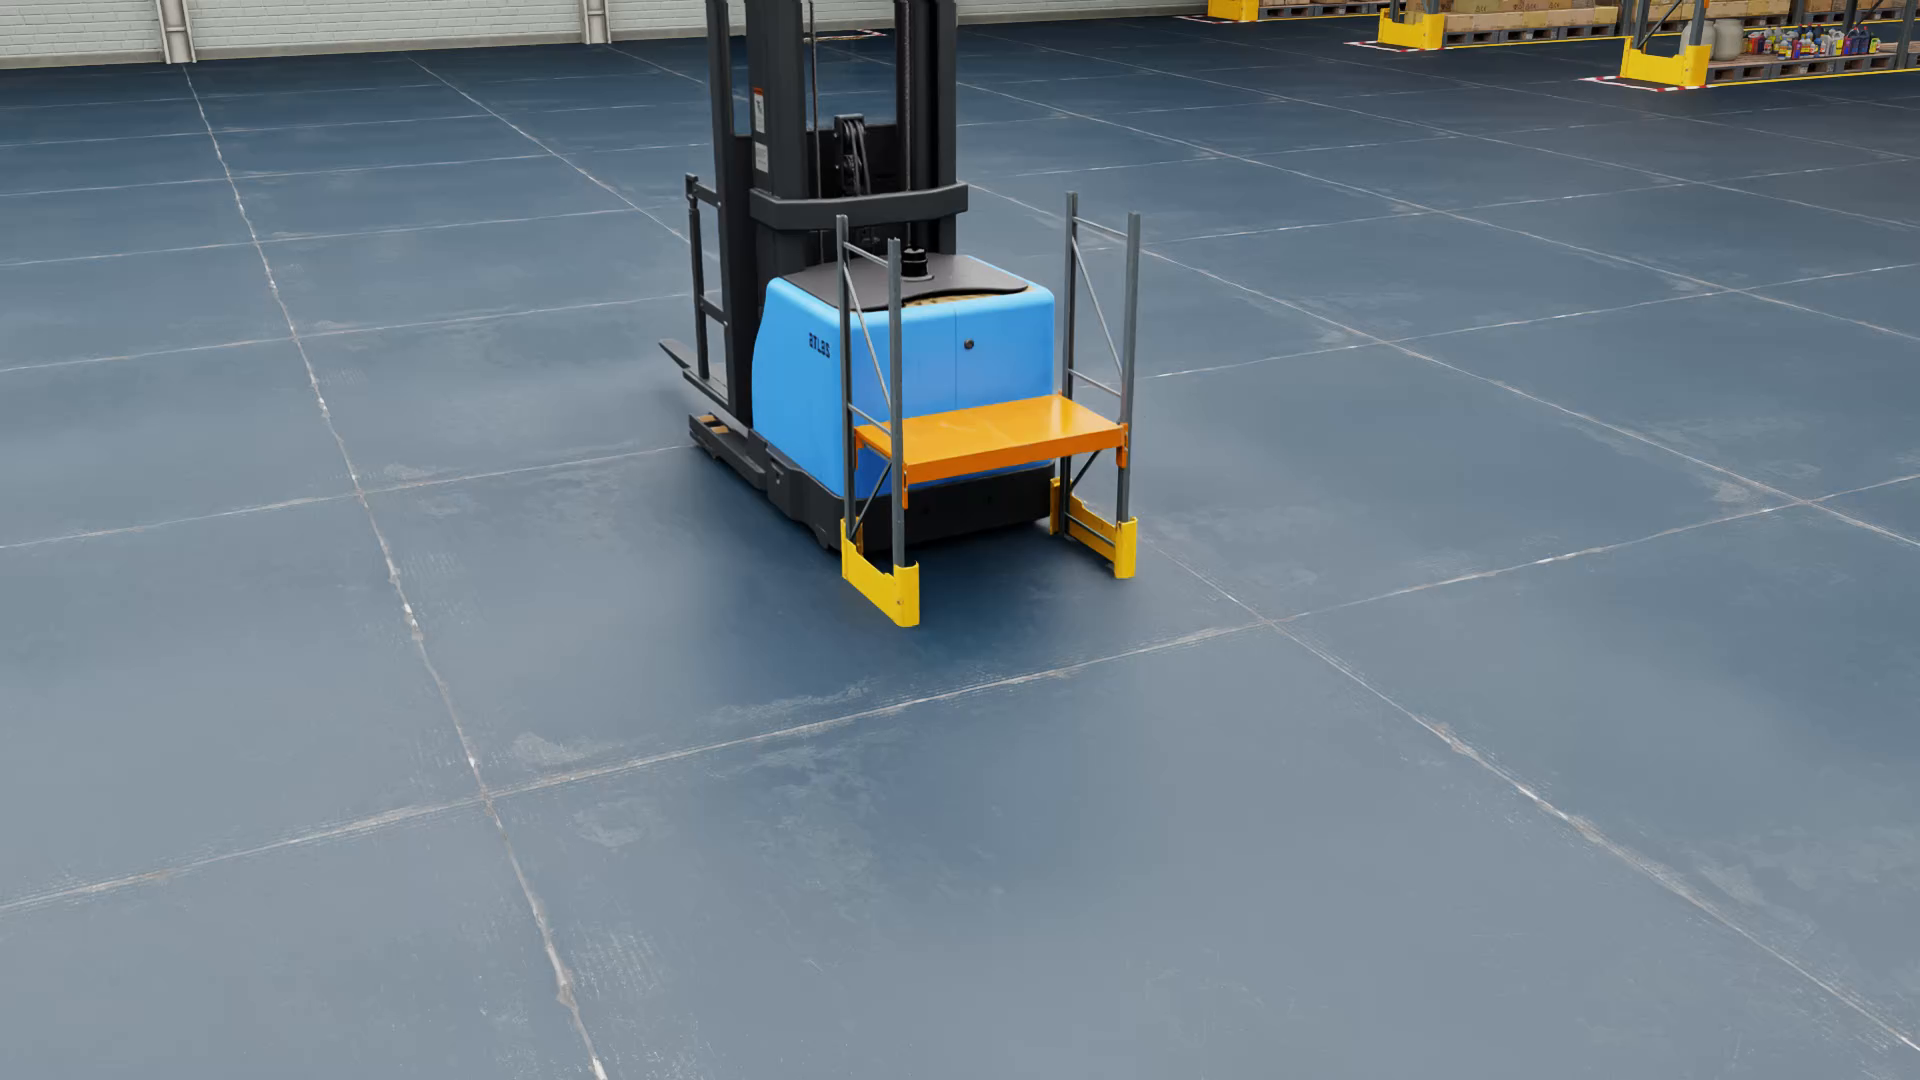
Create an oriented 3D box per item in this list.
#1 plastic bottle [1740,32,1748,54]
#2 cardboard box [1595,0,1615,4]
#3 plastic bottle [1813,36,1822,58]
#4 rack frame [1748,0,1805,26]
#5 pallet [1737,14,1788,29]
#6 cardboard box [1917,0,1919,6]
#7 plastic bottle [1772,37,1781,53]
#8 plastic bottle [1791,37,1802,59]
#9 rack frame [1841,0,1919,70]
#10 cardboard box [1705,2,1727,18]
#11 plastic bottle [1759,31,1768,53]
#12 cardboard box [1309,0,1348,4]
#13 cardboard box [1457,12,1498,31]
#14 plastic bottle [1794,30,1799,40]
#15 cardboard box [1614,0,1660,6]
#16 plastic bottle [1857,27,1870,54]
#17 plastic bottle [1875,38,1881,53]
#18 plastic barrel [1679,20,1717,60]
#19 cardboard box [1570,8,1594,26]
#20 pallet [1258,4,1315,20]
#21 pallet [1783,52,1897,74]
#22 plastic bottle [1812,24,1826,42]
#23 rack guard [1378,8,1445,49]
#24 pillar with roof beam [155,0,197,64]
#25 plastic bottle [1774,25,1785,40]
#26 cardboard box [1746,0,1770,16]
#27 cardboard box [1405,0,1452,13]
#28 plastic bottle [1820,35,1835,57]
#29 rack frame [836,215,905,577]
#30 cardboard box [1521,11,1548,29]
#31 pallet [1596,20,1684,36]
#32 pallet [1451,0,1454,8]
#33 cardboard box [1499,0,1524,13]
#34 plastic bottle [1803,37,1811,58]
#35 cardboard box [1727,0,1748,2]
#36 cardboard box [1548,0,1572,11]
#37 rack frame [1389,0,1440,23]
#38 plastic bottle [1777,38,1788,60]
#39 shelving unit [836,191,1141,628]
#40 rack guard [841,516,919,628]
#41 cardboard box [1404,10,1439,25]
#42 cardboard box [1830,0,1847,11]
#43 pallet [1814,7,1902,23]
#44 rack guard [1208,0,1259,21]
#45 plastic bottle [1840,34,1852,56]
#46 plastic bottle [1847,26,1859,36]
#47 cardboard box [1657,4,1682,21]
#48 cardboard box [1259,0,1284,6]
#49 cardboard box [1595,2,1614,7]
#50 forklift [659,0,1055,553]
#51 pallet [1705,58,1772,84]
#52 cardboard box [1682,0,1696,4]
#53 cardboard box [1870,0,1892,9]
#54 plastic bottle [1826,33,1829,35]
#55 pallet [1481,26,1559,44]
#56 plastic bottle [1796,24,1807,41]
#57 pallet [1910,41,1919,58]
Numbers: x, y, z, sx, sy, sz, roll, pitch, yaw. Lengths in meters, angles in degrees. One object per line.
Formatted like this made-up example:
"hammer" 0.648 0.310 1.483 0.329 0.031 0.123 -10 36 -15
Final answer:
"plastic bottle" 10.701 -6.800 22.732 0.133 0.283 0.061 -10 24 -22
"cardboard box" 10.839 -9.090 27.602 0.500 0.311 0.500 -10 25 -24
"plastic bottle" 11.489 -6.614 22.297 0.097 0.271 0.097 0 22 0
"rack frame" 14.203 -10.405 28.465 0.127 3.000 1.000 -10 25 -24
"pallet" 13.444 -8.994 28.701 1.213 0.211 1.003 -10 25 -24
"cardboard box" 17.037 -9.857 29.835 0.500 0.500 0.500 -10 25 -23
"plastic bottle" 11.207 -6.787 22.807 0.097 0.201 0.097 0 22 0
"plastic bottle" 11.120 -6.543 22.112 0.133 0.283 0.061 -10 25 -23
"rack frame" 12.743 -8.034 22.737 0.127 3.000 1.000 -10 25 -24
"cardboard box" 12.455 -8.902 27.880 0.500 0.250 0.500 -10 24 -23
"plastic bottle" 10.968 -6.827 22.806 0.135 0.276 0.152 -11 25 -25
"cardboard box" 6.701 -10.116 30.459 0.500 0.500 0.700 -12 25 -27
"cardboard box" 8.023 -8.098 25.938 0.500 0.250 0.500 -10 25 -24
"plastic bottle" 11.550 -6.917 23.031 0.097 0.271 0.097 0 22 0
"cardboard box" 11.079 -8.907 27.159 0.500 0.311 0.500 -10 25 -23
"plastic bottle" 12.288 -6.807 22.661 0.185 0.351 0.144 -11 25 -25
"plastic bottle" 12.551 -6.777 22.783 0.097 0.201 0.097 0 22 0
"plastic barrel" 9.699 -6.551 21.857 0.421 0.512 0.421 0 22 0
"cardboard box" 9.820 -8.434 26.748 0.500 0.250 0.500 -10 25 -24
"pallet" 5.658 -9.632 30.242 1.213 0.211 1.003 -10 25 -24
"pallet" 12.120 -6.649 23.036 1.213 0.211 1.003 -10 25 -24
"plastic bottle" 11.898 -6.973 23.061 0.185 0.351 0.144 -10 25 -24
"rack guard" 6.972 -7.919 25.728 0.348 0.500 1.175 -10 25 -24
"pillar with roof beam" -9.254 -9.502 18.438 0.400 9.000 9.100 -10 25 -24
"plastic bottle" 11.283 -6.921 22.935 0.185 0.351 0.144 -11 25 -24
"cardboard box" 13.371 -9.071 28.287 0.500 0.250 0.500 -11 25 -24
"cardboard box" 7.348 -8.540 26.024 0.500 0.500 0.500 -10 25 -24
"plastic bottle" 11.676 -6.662 22.408 0.135 0.276 0.152 -10 24 -23
"rack frame" -0.340 -0.453 6.383 0.032 1.500 0.500 -11 25 -25
"cardboard box" 8.926 -8.262 26.334 0.500 0.250 0.500 -10 25 -24
"pallet" 11.245 -8.589 27.723 1.213 0.211 1.003 -10 25 -24
"pallet" 9.147 -10.290 31.832 1.213 0.211 1.003 -10 25 -24
"cardboard box" 8.468 -8.532 26.004 0.500 0.500 0.500 -10 25 -24
"plastic bottle" 11.307 -6.580 22.216 0.097 0.271 0.097 0 22 0
"cardboard box" 12.916 -9.245 27.975 0.500 0.311 0.500 -11 25 -24
"cardboard box" 9.371 -8.696 26.403 0.500 0.500 0.500 -10 25 -24
"rack frame" 6.994 -9.078 25.259 0.127 3.000 1.000 -10 25 -24
"plastic bottle" 10.908 -6.507 22.039 0.097 0.271 0.097 0 22 0
"shelving unit" 0.118 -0.545 6.605 1.083 1.500 0.587 -11 25 -25
"rack guard" -0.323 0.121 6.631 0.087 0.250 0.587 -11 25 -25
"cardboard box" 7.349 -8.193 26.166 0.500 0.250 0.500 -10 25 -24
"cardboard box" 15.206 -9.519 29.018 0.500 0.500 0.500 -11 25 -26
"pallet" 15.989 -9.429 29.752 1.213 0.211 1.003 -10 25 -24
"rack guard" 4.911 -9.642 29.891 0.348 0.500 1.175 -10 25 -24
"plastic bottle" 11.986 -6.703 22.497 0.133 0.283 0.061 -9 24 -20
"plastic bottle" 12.225 -6.857 22.781 0.185 0.351 0.144 -10 25 -24
"cardboard box" 11.530 -8.731 27.467 0.500 0.250 0.500 -10 24 -22
"cardboard box" 5.505 -9.830 30.015 0.500 0.311 0.500 -14 26 -30
"cardboard box" 10.846 -8.834 27.715 0.500 0.250 0.500 -11 25 -24
"forklift" -0.708 -1.823 7.821 1.130 2.935 3.031 -11 25 -25
"pallet" 9.921 -6.244 22.058 1.213 0.211 1.003 -10 25 -24
"cardboard box" 11.998 -9.075 27.564 0.500 0.311 0.500 -11 25 -25
"cardboard box" 16.128 -9.689 29.428 0.500 0.500 0.500 -11 25 -25
"plastic bottle" 11.756 -6.722 22.543 0.133 0.283 0.061 -10 25 -24
"pallet" 8.763 -8.132 26.619 1.213 0.211 1.003 -10 25 -24
"plastic bottle" 11.666 -6.991 23.106 0.185 0.351 0.144 -12 25 -26
"pallet" 14.535 -7.093 24.110 1.213 0.211 1.003 -10 25 -24
